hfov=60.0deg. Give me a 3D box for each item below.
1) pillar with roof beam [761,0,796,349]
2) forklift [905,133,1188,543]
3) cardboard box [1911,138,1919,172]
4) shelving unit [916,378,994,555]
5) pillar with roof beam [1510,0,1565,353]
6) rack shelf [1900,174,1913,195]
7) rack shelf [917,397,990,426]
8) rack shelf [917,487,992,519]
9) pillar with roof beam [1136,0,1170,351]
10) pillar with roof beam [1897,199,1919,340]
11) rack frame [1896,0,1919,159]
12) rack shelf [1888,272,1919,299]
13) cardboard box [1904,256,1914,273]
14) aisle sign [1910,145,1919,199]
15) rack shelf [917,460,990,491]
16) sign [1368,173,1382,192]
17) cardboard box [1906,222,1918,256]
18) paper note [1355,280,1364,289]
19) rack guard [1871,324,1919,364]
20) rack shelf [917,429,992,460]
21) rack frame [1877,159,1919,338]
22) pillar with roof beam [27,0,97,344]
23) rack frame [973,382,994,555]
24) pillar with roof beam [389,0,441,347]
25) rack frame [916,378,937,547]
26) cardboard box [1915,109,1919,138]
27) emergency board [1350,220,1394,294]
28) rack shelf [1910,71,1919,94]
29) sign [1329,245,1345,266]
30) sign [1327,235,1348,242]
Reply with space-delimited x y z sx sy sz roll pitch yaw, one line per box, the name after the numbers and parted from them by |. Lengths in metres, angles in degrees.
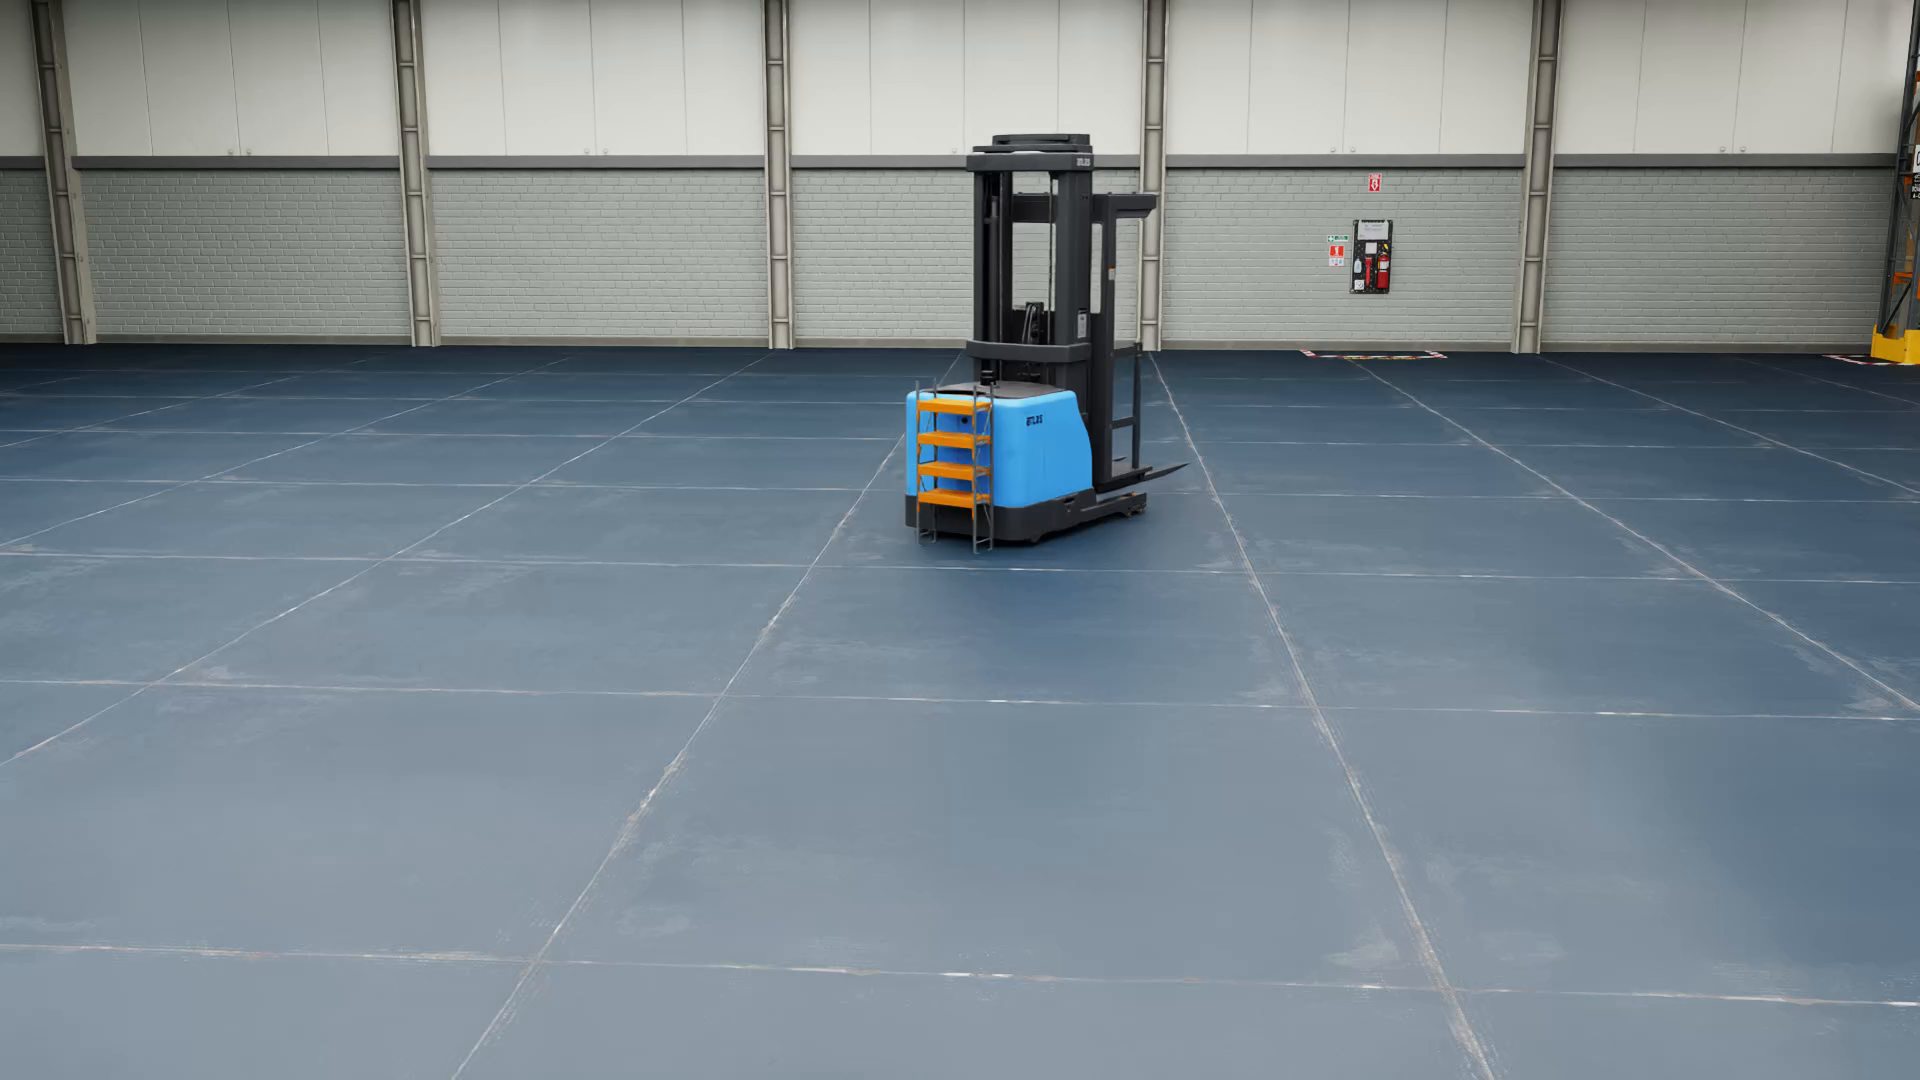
-3.215 -6.693 22.286 0.400 9.000 9.100 1 12 4 | pillar with roof beam
0.840 -1.666 13.072 1.130 2.935 3.031 8 14 34 | forklift
14.709 -5.796 25.029 0.500 0.500 0.500 2 12 8 | cardboard box
-0.037 -0.529 11.868 0.503 1.200 0.258 8 14 33 | shelving unit
8.758 -6.529 21.502 0.400 9.000 9.100 1 12 4 | pillar with roof beam
16.272 -5.311 24.764 4.000 0.370 1.077 1 12 4 | rack shelf
-0.037 -0.914 11.788 0.480 0.148 0.258 8 14 33 | rack shelf
-0.037 -0.269 11.923 0.480 0.148 0.258 8 14 33 | rack shelf
2.772 -6.611 21.894 0.400 9.000 9.100 1 12 4 | pillar with roof beam
14.745 -6.447 21.109 0.400 9.000 9.100 1 12 4 | pillar with roof beam
14.276 -7.159 24.515 0.127 3.000 1.000 1 12 4 | rack frame
16.272 -3.843 25.072 4.000 0.370 1.077 1 12 4 | rack shelf
14.755 -4.192 25.301 0.500 0.250 0.500 1 12 5 | cardboard box
14.184 -5.435 24.574 0.004 0.787 0.394 1 12 4 | aisle sign
-0.037 -0.464 11.882 0.480 0.148 0.258 8 14 33 | rack shelf
6.581 -5.669 26.380 0.199 0.298 0.001 1 12 4 | sign
14.761 -4.563 25.242 0.500 0.500 0.500 1 12 3 | cardboard box
6.411 -4.099 26.688 0.142 0.148 0.016 1 12 4 | paper note
14.352 -2.998 25.380 0.348 0.500 1.175 1 12 4 | rack guard
-0.037 -0.683 11.836 0.480 0.148 0.258 8 14 33 | rack shelf
14.276 -4.223 25.129 0.127 3.000 1.000 1 12 4 | rack frame
-15.188 -6.857 23.071 0.400 9.000 9.100 1 12 4 | pillar with roof beam
0.165 -0.501 11.735 0.015 1.200 0.240 8 14 33 | rack frame
-9.202 -6.775 22.679 0.400 9.000 9.100 1 12 4 | pillar with roof beam
-0.239 -0.557 12.002 0.015 1.200 0.240 8 14 33 | rack frame
14.724 -6.287 24.934 0.500 0.500 0.500 1 12 6 | cardboard box
6.583 -4.514 26.519 0.643 1.169 0.194 1 12 4 | emergency board
16.272 -6.778 24.458 4.000 0.370 1.077 1 12 4 | rack shelf
6.038 -4.560 26.652 0.234 0.329 0.001 1 12 4 | sign
6.042 -4.817 26.589 0.331 0.109 0.001 1 12 4 | sign
